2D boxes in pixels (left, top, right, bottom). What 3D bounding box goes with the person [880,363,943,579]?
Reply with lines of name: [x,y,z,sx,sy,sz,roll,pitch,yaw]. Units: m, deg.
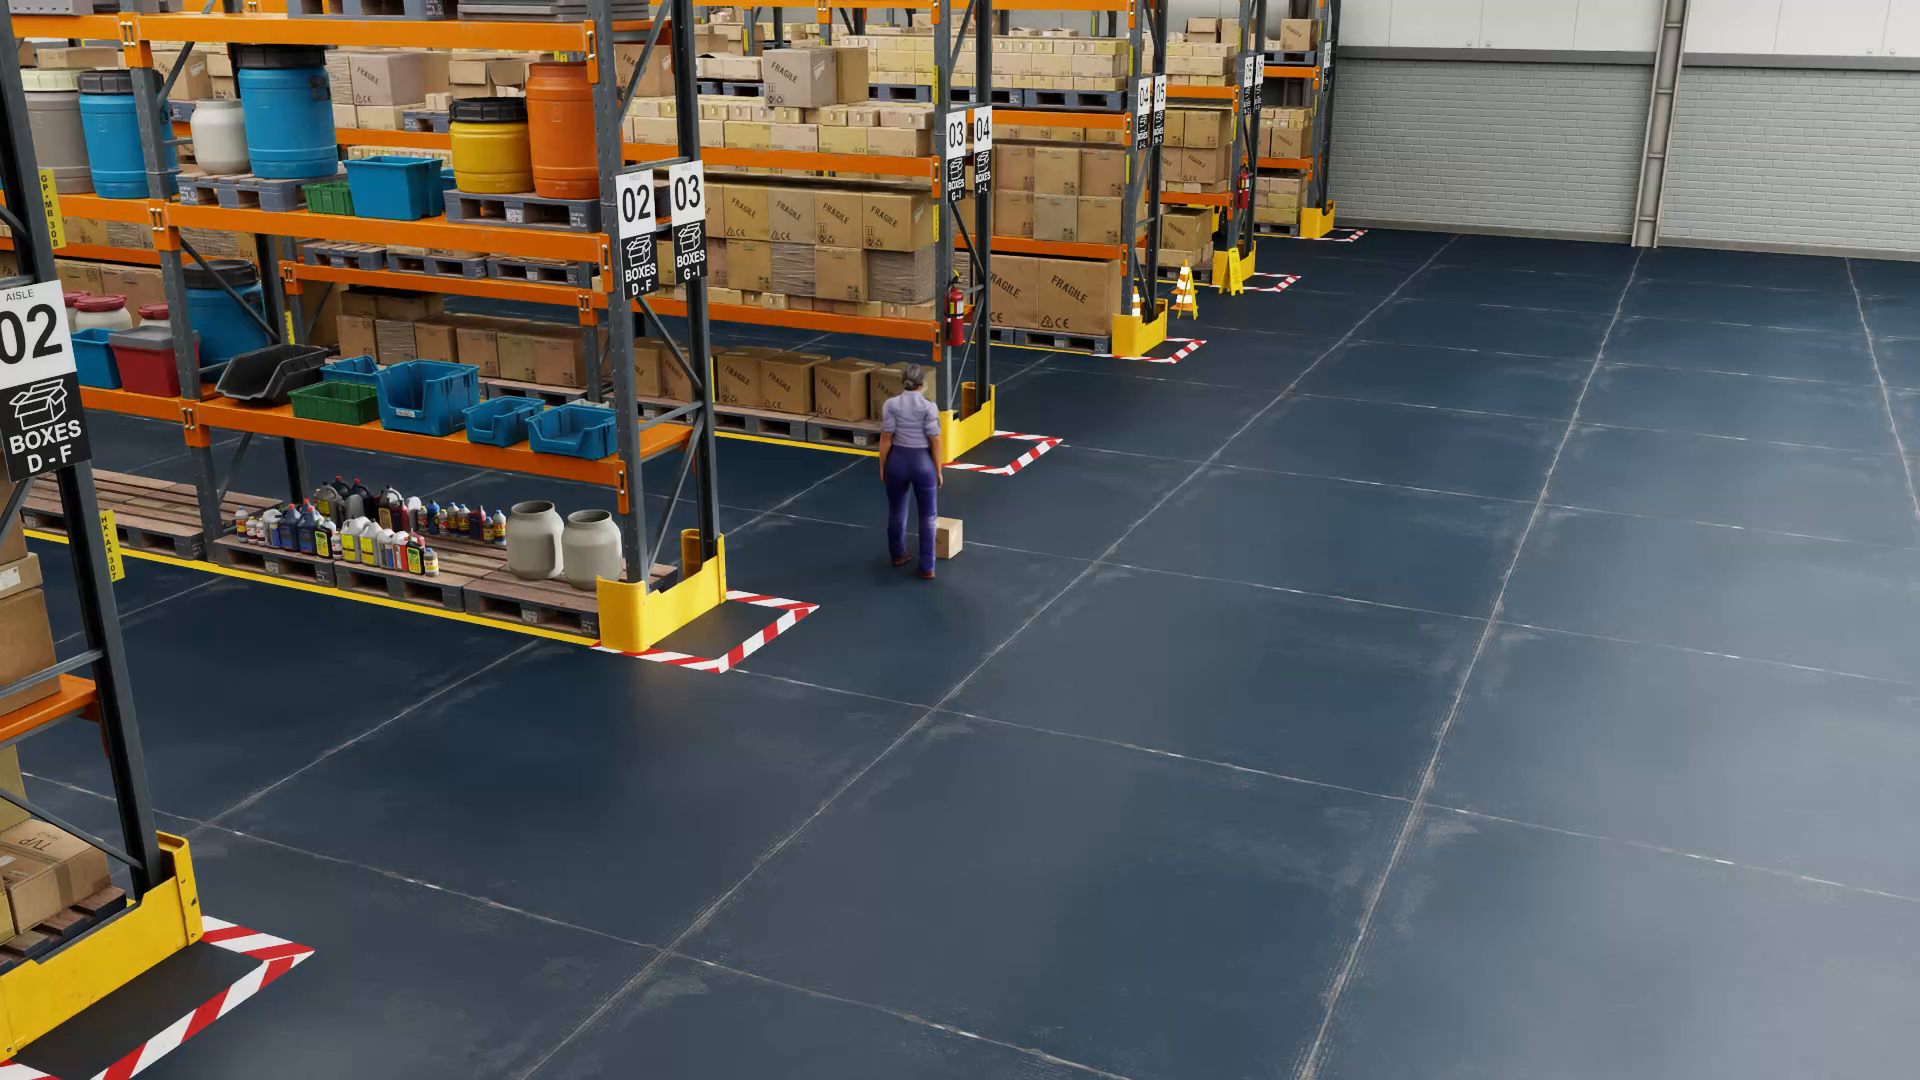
person: [-0.345,-0.559,12.688,0.492,1.648,0.547,5,20,13]
